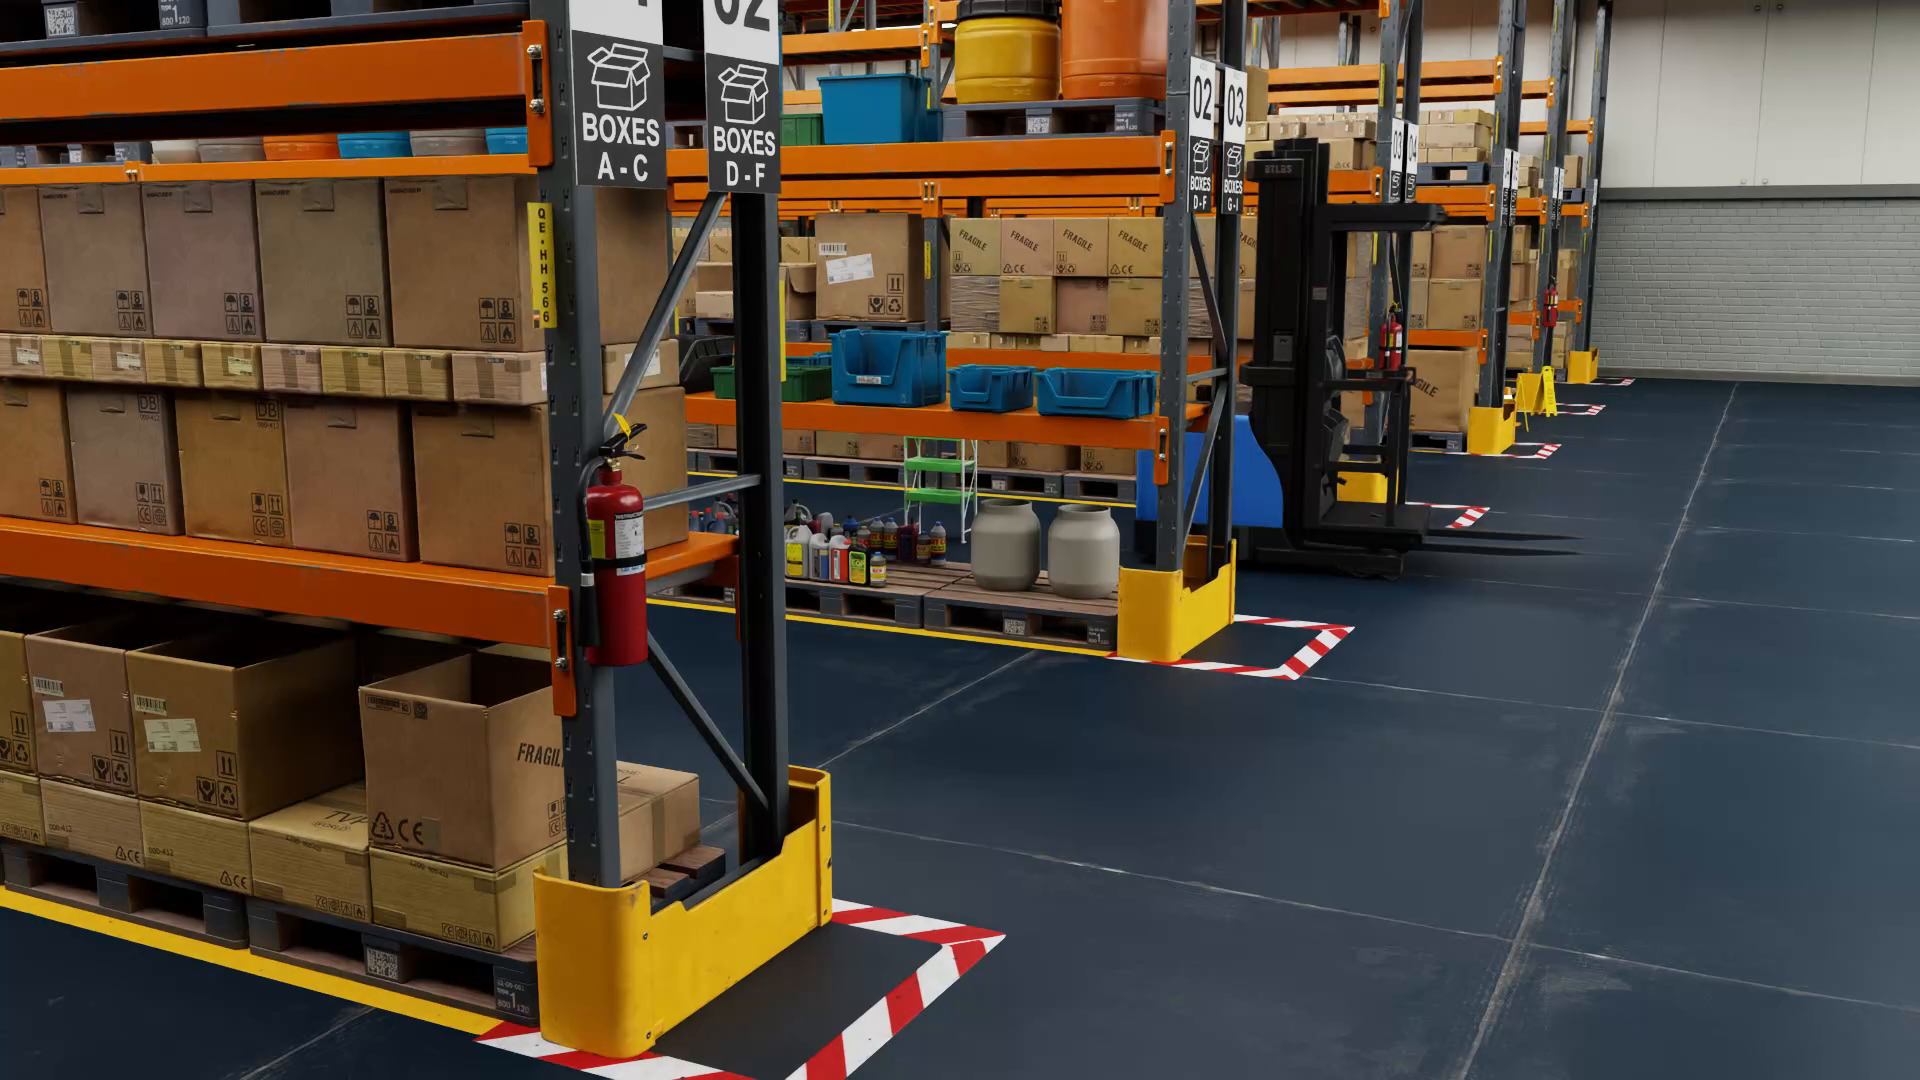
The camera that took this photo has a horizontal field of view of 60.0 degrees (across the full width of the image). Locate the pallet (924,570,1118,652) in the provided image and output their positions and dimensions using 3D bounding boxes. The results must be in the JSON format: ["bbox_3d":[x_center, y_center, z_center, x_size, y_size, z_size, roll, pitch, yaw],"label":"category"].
[{"bbox_3d":[0.533,0.396,9.951,1.213,0.211,1.003,5,11,26],"label":"pallet"}]

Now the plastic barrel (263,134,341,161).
[{"bbox_3d":[-4.599,-3.080,11.697,0.708,0.830,0.600,5,11,26],"label":"plastic barrel"}]

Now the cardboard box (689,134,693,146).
[{"bbox_3d":[-2.419,-3.949,16.018,0.500,0.500,0.500,5,11,24],"label":"cardboard box"}]

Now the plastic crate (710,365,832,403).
[{"bbox_3d":[-1.146,-0.972,10.273,0.662,0.188,0.450,5,11,26],"label":"plastic crate"}]

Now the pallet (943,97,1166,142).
[{"bbox_3d":[0.650,-2.377,9.549,1.213,0.211,1.003,5,11,26],"label":"pallet"}]

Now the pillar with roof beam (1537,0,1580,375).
[{"bbox_3d":[7.987,-6.543,23.616,0.548,9.000,9.100,5,11,26],"label":"pillar with roof beam"}]

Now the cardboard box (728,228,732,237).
[{"bbox_3d":[-3.661,-5.126,27.719,0.250,0.149,0.380,5,11,26],"label":"cardboard box"}]

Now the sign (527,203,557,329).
[{"bbox_3d":[-1.099,-0.723,4.386,0.005,0.325,0.100,5,11,26],"label":"sign"}]

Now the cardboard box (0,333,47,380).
[{"bbox_3d":[-3.121,-0.653,5.813,0.250,0.149,0.380,5,11,24],"label":"cardboard box"}]

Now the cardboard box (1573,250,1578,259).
[{"bbox_3d":[9.911,-4.655,27.092,0.250,0.149,0.380,5,11,25],"label":"cardboard box"}]

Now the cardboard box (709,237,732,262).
[{"bbox_3d":[-3.833,-4.808,27.785,0.500,0.500,0.500,5,11,25],"label":"cardboard box"}]

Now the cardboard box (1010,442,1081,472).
[{"bbox_3d":[0.811,-0.914,15.198,0.500,0.500,0.500,10,14,44],"label":"cardboard box"}]

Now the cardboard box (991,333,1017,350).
[{"bbox_3d":[0.468,-1.794,14.924,0.250,0.149,0.380,5,11,26],"label":"cardboard box"}]

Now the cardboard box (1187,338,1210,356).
[{"bbox_3d":[2.065,-1.666,14.218,0.250,0.149,0.380,5,11,26],"label":"cardboard box"}]

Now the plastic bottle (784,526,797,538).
[{"bbox_3d":[-1.105,0.048,10.455,0.135,0.276,0.152,5,11,26],"label":"plastic bottle"}]

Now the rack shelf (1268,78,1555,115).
[{"bbox_3d":[6.131,-6.041,22.869,4.000,0.370,1.077,5,11,26],"label":"rack shelf"}]

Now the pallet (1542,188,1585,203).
[{"bbox_3d":[9.495,-5.572,26.922,1.213,0.211,1.003,5,11,26],"label":"pallet"}]

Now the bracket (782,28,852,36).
[{"bbox_3d":[-3.709,-10.127,33.308,4.783,0.066,0.076,5,11,26],"label":"bracket"}]

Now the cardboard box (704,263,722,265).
[{"bbox_3d":[-3.150,-3.562,21.845,0.250,0.149,0.380,6,12,29],"label":"cardboard box"}]

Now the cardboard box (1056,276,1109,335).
[{"bbox_3d":[1.255,-2.101,14.802,0.500,0.500,0.875,5,11,26],"label":"cardboard box"}]

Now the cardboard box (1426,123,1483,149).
[{"bbox_3d":[5.263,-4.287,17.696,0.500,0.250,0.500,5,11,27],"label":"cardboard box"}]

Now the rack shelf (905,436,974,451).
[{"bbox_3d":[-0.148,-0.777,12.664,0.480,0.148,0.258,5,11,26],"label":"rack shelf"}]

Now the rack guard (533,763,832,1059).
[{"bbox_3d":[-0.825,1.110,5.196,0.348,0.500,1.175,5,11,26],"label":"rack guard"}]

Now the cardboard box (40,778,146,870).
[{"bbox_3d":[-2.809,0.913,5.806,0.500,0.250,0.500,5,11,26],"label":"cardboard box"}]

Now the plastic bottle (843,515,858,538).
[{"bbox_3d":[-0.718,-0.031,10.902,0.097,0.271,0.097,0,10,0],"label":"plastic bottle"}]

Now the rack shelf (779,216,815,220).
[{"bbox_3d":[-2.437,-6.305,32.743,4.000,0.370,1.077,5,11,26],"label":"rack shelf"}]

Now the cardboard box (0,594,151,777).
[{"bbox_3d":[-3.259,0.505,5.952,0.500,0.500,0.500,5,11,26],"label":"cardboard box"}]

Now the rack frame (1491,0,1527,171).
[{"bbox_3d":[5.825,-5.440,17.522,0.127,3.000,1.000,5,11,26],"label":"rack frame"}]

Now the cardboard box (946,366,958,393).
[{"bbox_3d":[-0.057,-2.088,20.980,0.750,0.750,1.050,5,11,27],"label":"cardboard box"}]

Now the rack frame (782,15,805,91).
[{"bbox_3d":[-2.836,-7.185,27.159,0.127,3.000,1.000,5,11,26],"label":"rack frame"}]

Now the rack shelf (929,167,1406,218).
[{"bbox_3d":[1.747,-2.984,14.391,4.000,0.370,1.077,5,11,26],"label":"rack shelf"}]

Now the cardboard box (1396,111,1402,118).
[{"bbox_3d":[4.687,-4.522,17.875,0.250,0.149,0.380,5,12,27],"label":"cardboard box"}]

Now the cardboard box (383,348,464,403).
[{"bbox_3d":[-1.509,-0.511,5.028,0.250,0.149,0.380,5,12,27],"label":"cardboard box"}]

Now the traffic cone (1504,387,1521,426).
[{"bbox_3d":[6.782,-1.662,20.616,0.334,0.463,0.336,5,11,26],"label":"traffic cone"}]

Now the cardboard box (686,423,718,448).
[{"bbox_3d":[-2.521,-1.230,16.886,0.500,0.500,0.700,4,11,21],"label":"cardboard box"}]

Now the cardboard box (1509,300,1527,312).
[{"bbox_3d":[7.495,-3.159,22.465,0.250,0.149,0.380,5,12,28],"label":"cardboard box"}]

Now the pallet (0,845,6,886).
[{"bbox_3d":[-3.739,1.004,6.590,1.213,0.211,1.003,5,11,26],"label":"pallet"}]

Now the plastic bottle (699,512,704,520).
[{"bbox_3d":[-1.775,-0.089,11.421,0.097,0.201,0.097,0,10,0],"label":"plastic bottle"}]

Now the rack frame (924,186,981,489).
[{"bbox_3d":[-0.047,-2.019,15.465,0.127,3.000,1.000,5,11,26],"label":"rack frame"}]

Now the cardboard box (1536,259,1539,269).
[{"bbox_3d":[9.441,-4.446,26.772,0.250,0.149,0.380,5,12,27],"label":"cardboard box"}]

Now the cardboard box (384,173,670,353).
[{"bbox_3d":[-1.307,-0.853,5.096,0.500,0.500,0.700,5,11,26],"label":"cardboard box"}]

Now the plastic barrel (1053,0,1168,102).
[{"bbox_3d":[0.857,-2.825,9.110,0.708,0.830,0.600,5,11,26],"label":"plastic barrel"}]

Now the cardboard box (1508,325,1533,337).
[{"bbox_3d":[9.106,-3.451,27.111,0.500,0.250,0.500,5,12,27],"label":"cardboard box"}]

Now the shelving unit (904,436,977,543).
[{"bbox_3d":[-0.148,-0.603,12.695,0.503,1.200,0.258,5,11,26],"label":"shelving unit"}]

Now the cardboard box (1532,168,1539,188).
[{"bbox_3d":[7.592,-4.918,22.642,0.500,0.250,0.500,5,11,25],"label":"cardboard box"}]

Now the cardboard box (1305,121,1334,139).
[{"bbox_3d":[2.971,-3.314,13.497,0.250,0.149,0.380,5,11,24],"label":"cardboard box"}]

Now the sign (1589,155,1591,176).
[{"bbox_3d":[9.865,-5.867,26.039,0.005,0.325,0.100,5,11,26],"label":"sign"}]

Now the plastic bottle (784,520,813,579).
[{"bbox_3d":[-0.981,0.052,10.225,0.185,0.351,0.144,6,12,28],"label":"plastic bottle"}]

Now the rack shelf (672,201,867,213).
[{"bbox_3d":[-3.142,-4.398,22.207,4.000,0.370,1.077,5,11,26],"label":"rack shelf"}]

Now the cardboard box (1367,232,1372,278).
[{"bbox_3d":[4.534,-3.223,18.664,0.550,0.550,0.875,5,11,26],"label":"cardboard box"}]

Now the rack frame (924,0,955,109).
[{"bbox_3d":[-0.047,-4.971,14.931,0.127,3.000,1.000,5,11,26],"label":"rack frame"}]

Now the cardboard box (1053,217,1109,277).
[{"bbox_3d":[1.141,-2.552,14.486,0.500,0.500,0.500,5,11,26],"label":"cardboard box"}]

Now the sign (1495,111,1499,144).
[{"bbox_3d":[5.573,-4.276,17.245,0.005,0.325,0.100,5,11,26],"label":"sign"}]

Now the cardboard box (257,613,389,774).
[{"bbox_3d":[-2.132,0.501,5.976,0.500,0.500,0.500,5,11,26],"label":"cardboard box"}]

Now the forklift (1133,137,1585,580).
[{"bbox_3d":[2.812,-1.280,11.572,3.031,2.935,1.130,3,11,19],"label":"forklift"}]

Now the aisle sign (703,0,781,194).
[{"bbox_3d":[-0.652,-1.445,4.994,0.004,0.787,0.394,5,11,26],"label":"aisle sign"}]
